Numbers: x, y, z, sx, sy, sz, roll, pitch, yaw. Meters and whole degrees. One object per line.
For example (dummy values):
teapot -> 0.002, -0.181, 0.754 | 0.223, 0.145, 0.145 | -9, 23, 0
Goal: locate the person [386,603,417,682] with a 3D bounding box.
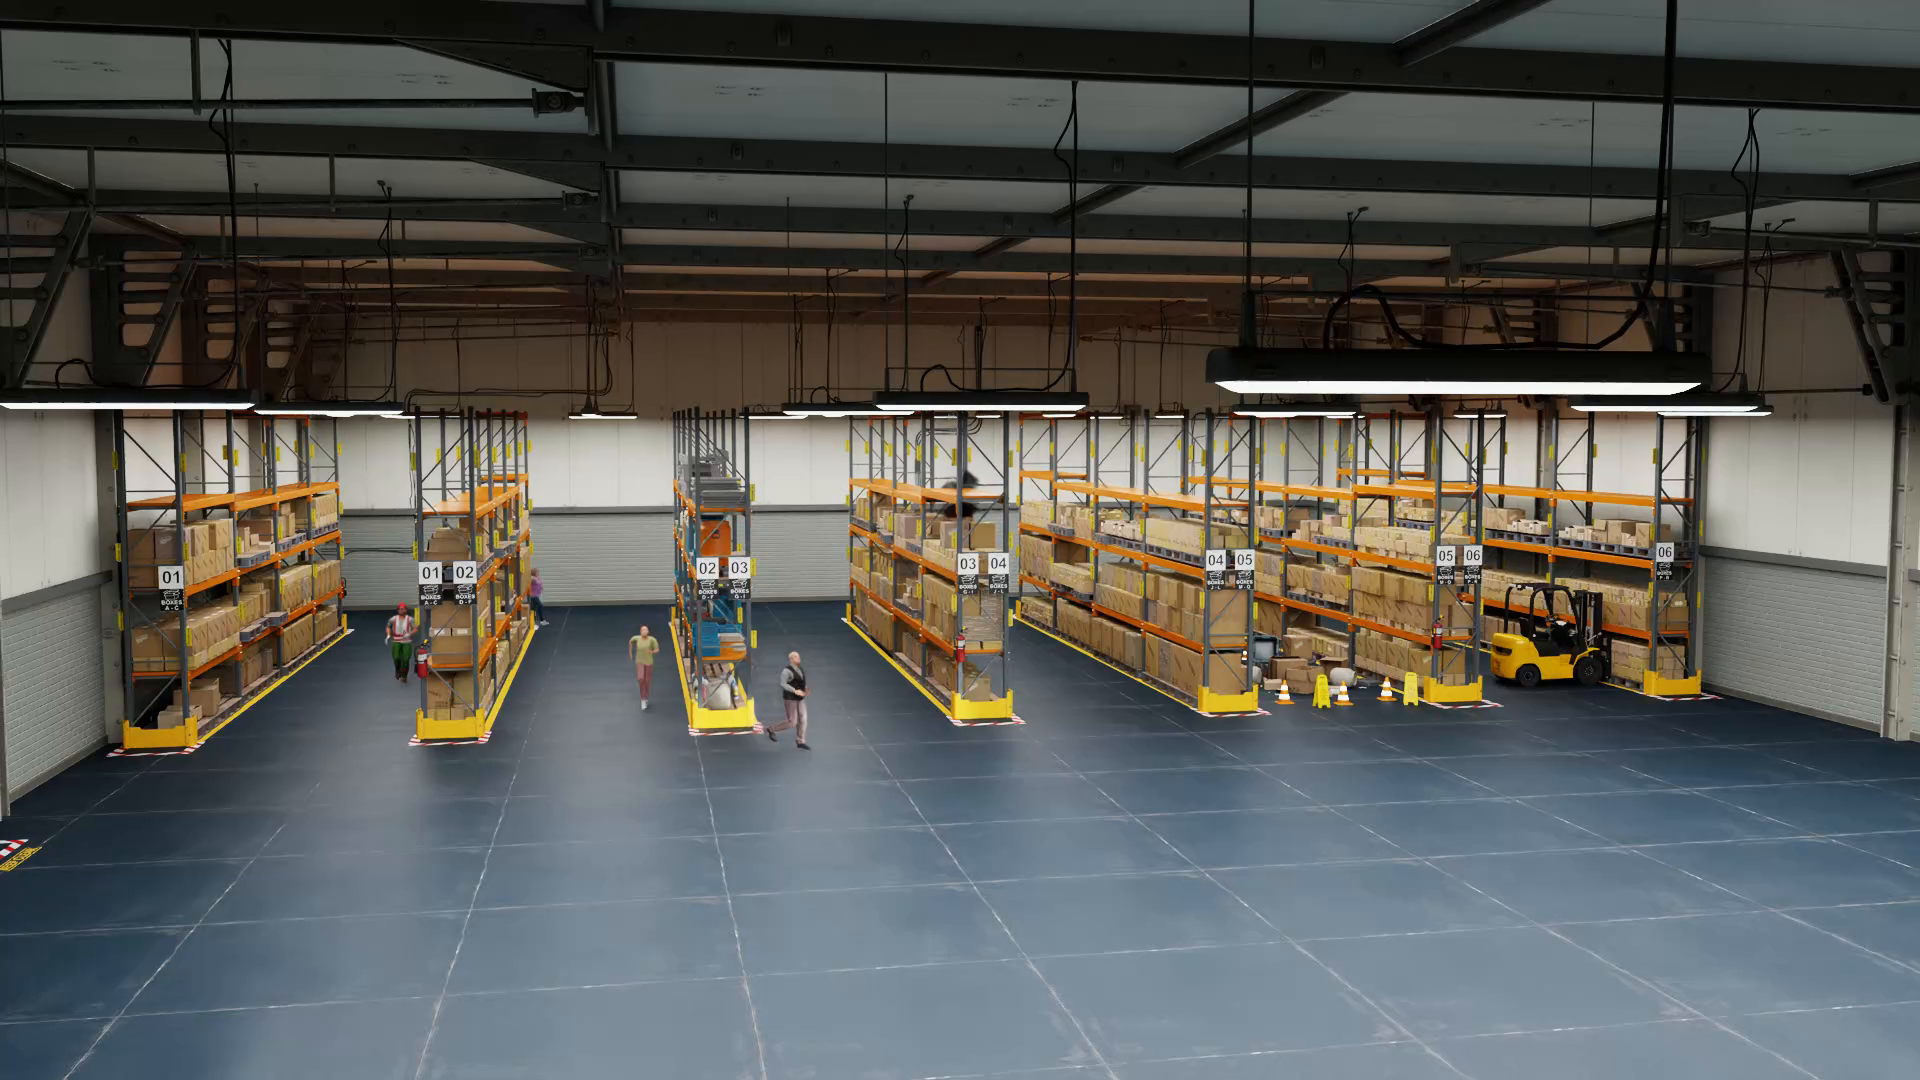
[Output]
person -> -12.226, 2.250, 36.396 | 0.664, 1.739, 0.603 | -1, 4, -15

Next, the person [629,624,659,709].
person -> -6.343, 2.519, 33.438 | 0.599, 1.693, 0.817 | -1, 4, -9

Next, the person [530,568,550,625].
person -> -11.984, 1.591, 46.840 | 0.800, 1.600, 0.577 | 0, 4, 3

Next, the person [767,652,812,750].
person -> -2.953, 2.809, 29.185 | 0.830, 1.721, 0.670 | 2, 5, 28
